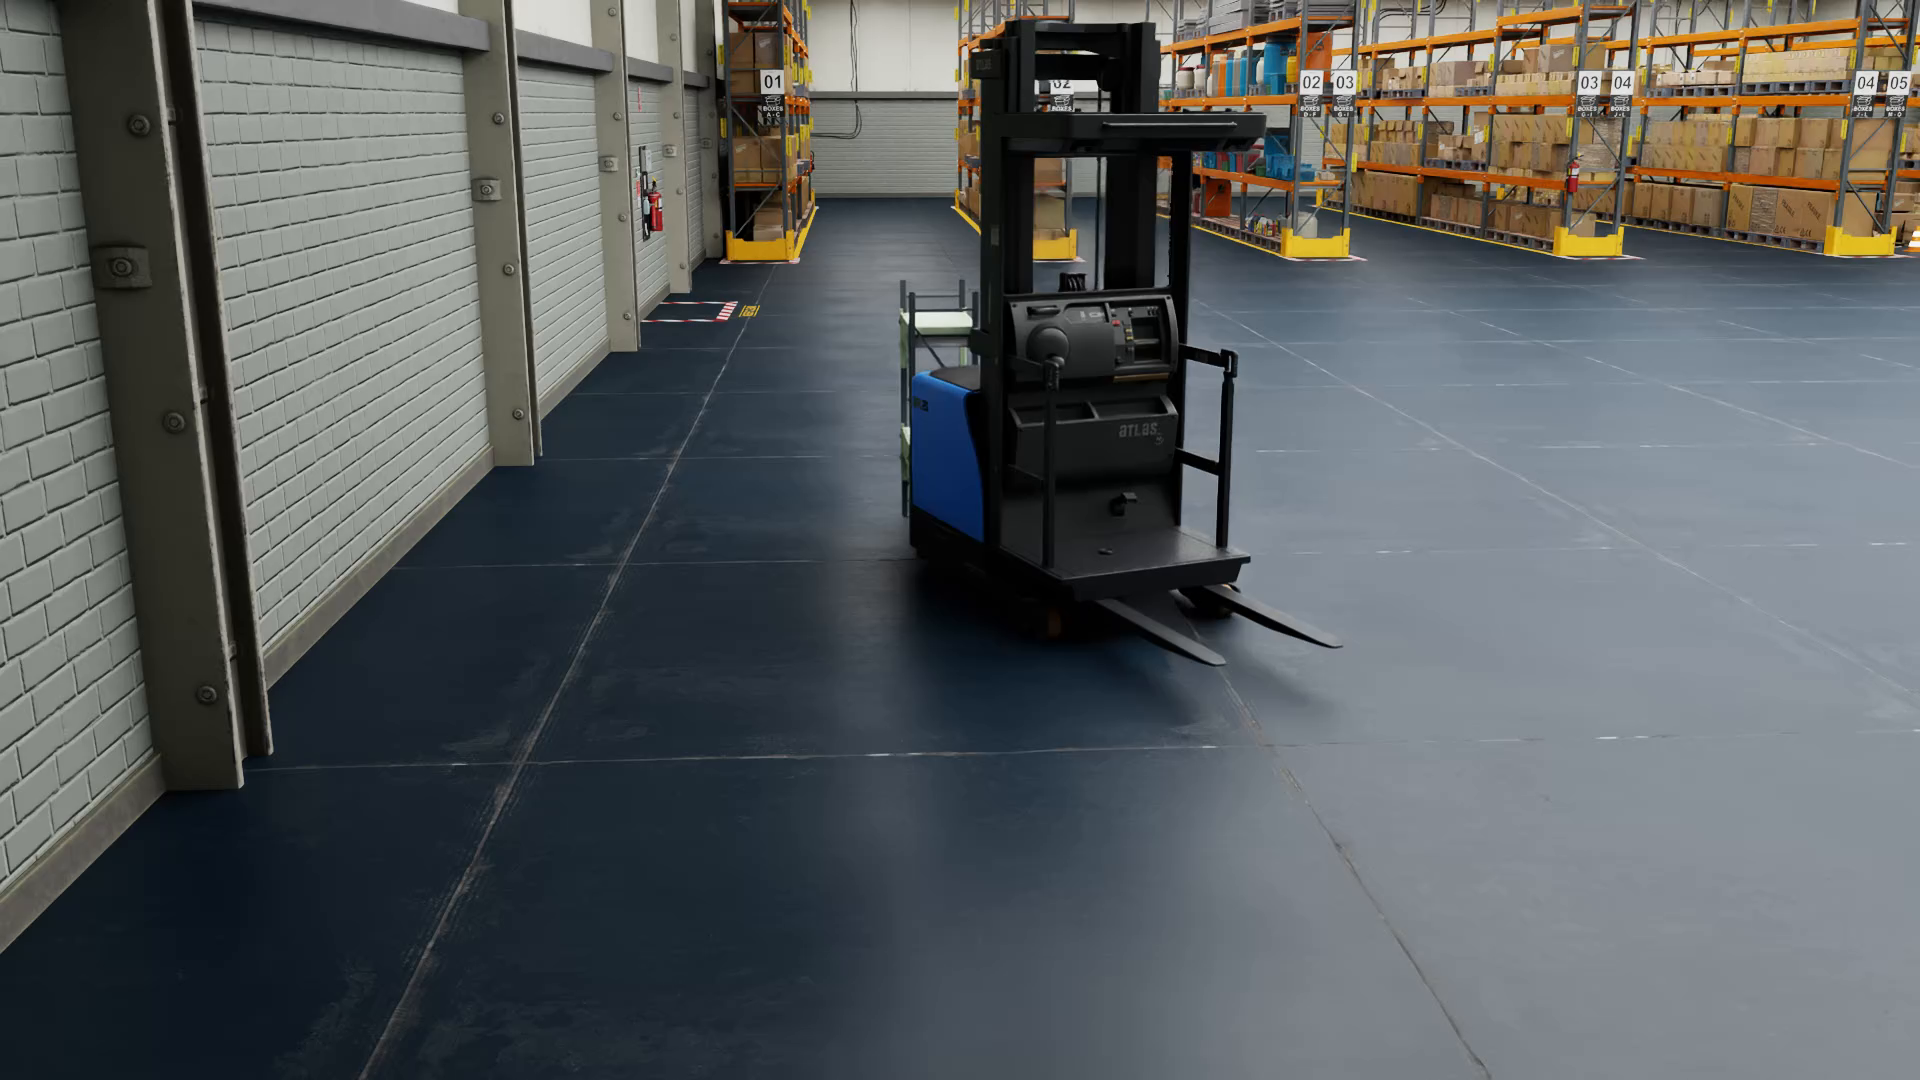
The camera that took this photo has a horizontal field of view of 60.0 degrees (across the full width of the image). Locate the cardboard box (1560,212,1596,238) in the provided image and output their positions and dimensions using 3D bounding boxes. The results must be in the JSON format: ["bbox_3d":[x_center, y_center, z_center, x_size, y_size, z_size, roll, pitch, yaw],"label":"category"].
[{"bbox_3d":[11.315,-5.737,30.477,0.500,0.500,0.500,2,15,7],"label":"cardboard box"}]

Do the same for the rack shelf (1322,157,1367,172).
[{"bbox_3d":[10.470,-9.722,43.235,1.077,0.370,4.000,-1,14,-3],"label":"rack shelf"}]

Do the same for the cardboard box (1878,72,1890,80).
[{"bbox_3d":[16.592,-8.313,29.757,0.380,0.149,0.250,-1,14,-3],"label":"cardboard box"}]

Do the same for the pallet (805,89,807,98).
[{"bbox_3d":[-4.278,-10.957,40.750,1.003,0.211,1.213,-1,14,-3],"label":"pallet"}]

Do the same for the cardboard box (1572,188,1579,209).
[{"bbox_3d":[15.331,-8.429,40.941,0.500,0.500,0.500,0,14,-1],"label":"cardboard box"}]

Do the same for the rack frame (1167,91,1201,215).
[{"bbox_3d":[5.650,-9.496,40.915,1.000,3.000,0.127,-1,14,-3],"label":"rack frame"}]

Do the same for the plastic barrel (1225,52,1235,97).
[{"bbox_3d":[5.817,-9.651,34.489,0.600,0.901,0.708,-1,14,-3],"label":"plastic barrel"}]

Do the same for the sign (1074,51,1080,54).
[{"bbox_3d":[2.004,-8.358,28.557,0.100,0.325,0.005,-1,14,-3],"label":"sign"}]

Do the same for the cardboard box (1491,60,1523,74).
[{"bbox_3d":[11.159,-9.408,33.501,0.797,0.503,0.637,-2,15,-6],"label":"cardboard box"}]

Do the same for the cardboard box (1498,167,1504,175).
[{"bbox_3d":[10.848,-7.279,32.803,0.380,0.149,0.250,-1,14,-3],"label":"cardboard box"}]

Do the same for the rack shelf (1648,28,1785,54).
[{"bbox_3d":[15.922,-10.495,35.005,1.077,0.370,4.000,-1,14,-3],"label":"rack shelf"}]

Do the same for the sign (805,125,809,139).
[{"bbox_3d":[-3.697,-9.877,40.228,0.100,0.325,0.005,-1,14,-3],"label":"sign"}]

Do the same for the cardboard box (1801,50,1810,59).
[{"bbox_3d":[15.856,-9.004,30.841,0.380,0.149,0.250,-1,14,-4],"label":"cardboard box"}]

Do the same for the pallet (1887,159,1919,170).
[{"bbox_3d":[20.896,-8.146,36.054,1.003,0.211,1.213,-1,14,-3],"label":"pallet"}]

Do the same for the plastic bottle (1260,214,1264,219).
[{"bbox_3d":[5.925,-6.232,32.661,0.144,0.351,0.185,-1,14,-3],"label":"plastic bottle"}]

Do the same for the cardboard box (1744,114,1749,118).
[{"bbox_3d":[20.234,-10.774,42.371,0.380,0.149,0.250,-1,14,-3],"label":"cardboard box"}]

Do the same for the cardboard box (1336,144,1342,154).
[{"bbox_3d":[10.172,-10.261,43.592,0.500,0.250,0.500,-1,14,-5],"label":"cardboard box"}]

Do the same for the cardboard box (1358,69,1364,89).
[{"bbox_3d":[10.456,-11.653,42.034,0.700,0.500,0.500,0,14,-1],"label":"cardboard box"}]

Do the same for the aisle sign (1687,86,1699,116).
[{"bbox_3d":[19.943,-11.993,45.402,0.394,0.787,0.004,-1,14,-3],"label":"aisle sign"}]

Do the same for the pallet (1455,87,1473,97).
[{"bbox_3d":[11.090,-9.358,34.735,1.213,0.211,1.003,-1,14,-3],"label":"pallet"}]

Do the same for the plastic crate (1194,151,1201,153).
[{"bbox_3d":[5.845,-9.782,41.778,0.402,0.464,0.583,-1,14,-3],"label":"plastic crate"}]

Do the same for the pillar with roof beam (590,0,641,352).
[{"bbox_3d":[0.639,-6.507,17.258,9.100,9.000,0.400,-1,14,-3],"label":"pillar with roof beam"}]

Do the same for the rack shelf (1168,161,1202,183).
[{"bbox_3d":[5.774,-8.651,39.072,1.077,0.370,4.000,-1,14,-3],"label":"rack shelf"}]

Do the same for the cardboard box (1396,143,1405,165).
[{"bbox_3d":[10.503,-8.999,38.780,0.500,0.500,0.500,-1,14,-5],"label":"cardboard box"}]

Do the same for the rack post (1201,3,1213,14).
[{"bbox_3d":[5.752,-11.849,36.984,0.624,0.289,0.986,-1,14,-3],"label":"rack post"}]

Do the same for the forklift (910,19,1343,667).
[{"bbox_3d":[0.771,-1.049,8.223,1.130,2.935,3.031,-6,16,-23],"label":"forklift"}]

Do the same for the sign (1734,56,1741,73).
[{"bbox_3d":[15.505,-9.479,33.160,0.100,0.325,0.005,-1,14,-3],"label":"sign"}]

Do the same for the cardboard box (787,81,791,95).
[{"bbox_3d":[-3.354,-8.353,30.211,0.500,0.500,0.500,0,14,0],"label":"cardboard box"}]

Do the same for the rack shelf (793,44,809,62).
[{"bbox_3d":[-4.362,-12.204,41.646,1.077,0.370,4.000,-1,14,-3],"label":"rack shelf"}]

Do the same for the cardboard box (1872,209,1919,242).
[{"bbox_3d":[18.526,-6.228,32.951,0.797,0.637,0.503,-1,14,-3],"label":"cardboard box"}]

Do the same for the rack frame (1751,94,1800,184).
[{"bbox_3d":[20.484,-9.726,41.807,1.000,3.000,0.127,-1,14,-3],"label":"rack frame"}]

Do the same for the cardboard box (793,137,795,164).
[{"bbox_3d":[-3.314,-7.163,30.600,0.500,0.500,0.500,0,14,-2],"label":"cardboard box"}]

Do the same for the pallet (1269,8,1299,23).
[{"bbox_3d":[6.303,-9.618,30.531,1.003,0.211,1.213,-1,14,-3],"label":"pallet"}]

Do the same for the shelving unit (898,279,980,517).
[{"bbox_3d":[-0.131,-0.788,10.081,0.431,1.500,0.755,-1,15,-6],"label":"shelving unit"}]

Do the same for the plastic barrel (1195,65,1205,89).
[{"bbox_3d":[5.638,-10.662,38.310,0.433,0.535,0.433,0,14,0],"label":"plastic barrel"}]

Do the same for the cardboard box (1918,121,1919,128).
[{"bbox_3d":[21.115,-9.039,36.194,0.380,0.149,0.250,-2,15,-6],"label":"cardboard box"}]

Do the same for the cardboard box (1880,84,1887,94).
[{"bbox_3d":[20.781,-9.996,36.638,0.700,0.500,0.500,-1,14,-3],"label":"cardboard box"}]

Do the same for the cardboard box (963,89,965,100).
[{"bbox_3d":[0.350,-11.166,41.687,0.500,0.250,0.500,-1,14,-3],"label":"cardboard box"}]

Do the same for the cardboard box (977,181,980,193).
[{"bbox_3d":[0.654,-8.035,37.863,0.500,0.250,0.500,0,14,-1],"label":"cardboard box"}]

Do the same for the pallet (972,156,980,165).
[{"bbox_3d":[0.829,-8.817,38.659,1.003,0.211,1.213,-1,14,-3],"label":"pallet"}]

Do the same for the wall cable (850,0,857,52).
[{"bbox_3d":[-1.779,-15.640,48.848,3.097,2.526,0.112,-1,14,-3],"label":"wall cable"}]

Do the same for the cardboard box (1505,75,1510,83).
[{"bbox_3d":[10.886,-9.006,32.489,0.380,0.149,0.250,-2,15,-6],"label":"cardboard box"}]

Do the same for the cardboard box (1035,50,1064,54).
[{"bbox_3d":[1.418,-8.353,29.122,0.797,0.503,0.637,0,14,0],"label":"cardboard box"}]

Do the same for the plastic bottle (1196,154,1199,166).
[{"bbox_3d":[5.432,-8.668,37.954,0.097,0.271,0.097,0,14,0],"label":"plastic bottle"}]

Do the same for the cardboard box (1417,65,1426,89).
[{"bbox_3d":[10.732,-10.435,37.492,0.797,0.503,0.637,0,14,0],"label":"cardboard box"}]

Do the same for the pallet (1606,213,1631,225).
[{"bbox_3d":[15.751,-7.473,38.649,1.003,0.211,1.213,-1,14,-3],"label":"pallet"}]

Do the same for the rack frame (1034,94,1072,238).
[{"bbox_3d":[1.449,-6.436,29.023,1.000,3.000,0.127,-1,14,-3],"label":"rack frame"}]

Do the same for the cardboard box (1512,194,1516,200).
[{"bbox_3d":[15.113,-9.243,44.808,0.380,0.149,0.250,-1,14,-4],"label":"cardboard box"}]

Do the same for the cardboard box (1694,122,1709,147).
[{"bbox_3d":[15.944,-8.544,35.008,0.700,0.500,0.500,-1,14,-3],"label":"cardboard box"}]

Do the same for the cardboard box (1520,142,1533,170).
[{"bbox_3d":[11.172,-7.290,31.543,0.875,0.500,0.500,-1,14,-3],"label":"cardboard box"}]

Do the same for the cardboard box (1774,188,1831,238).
[{"bbox_3d":[16.129,-6.201,31.528,0.875,0.875,0.875,-1,14,-4],"label":"cardboard box"}]
